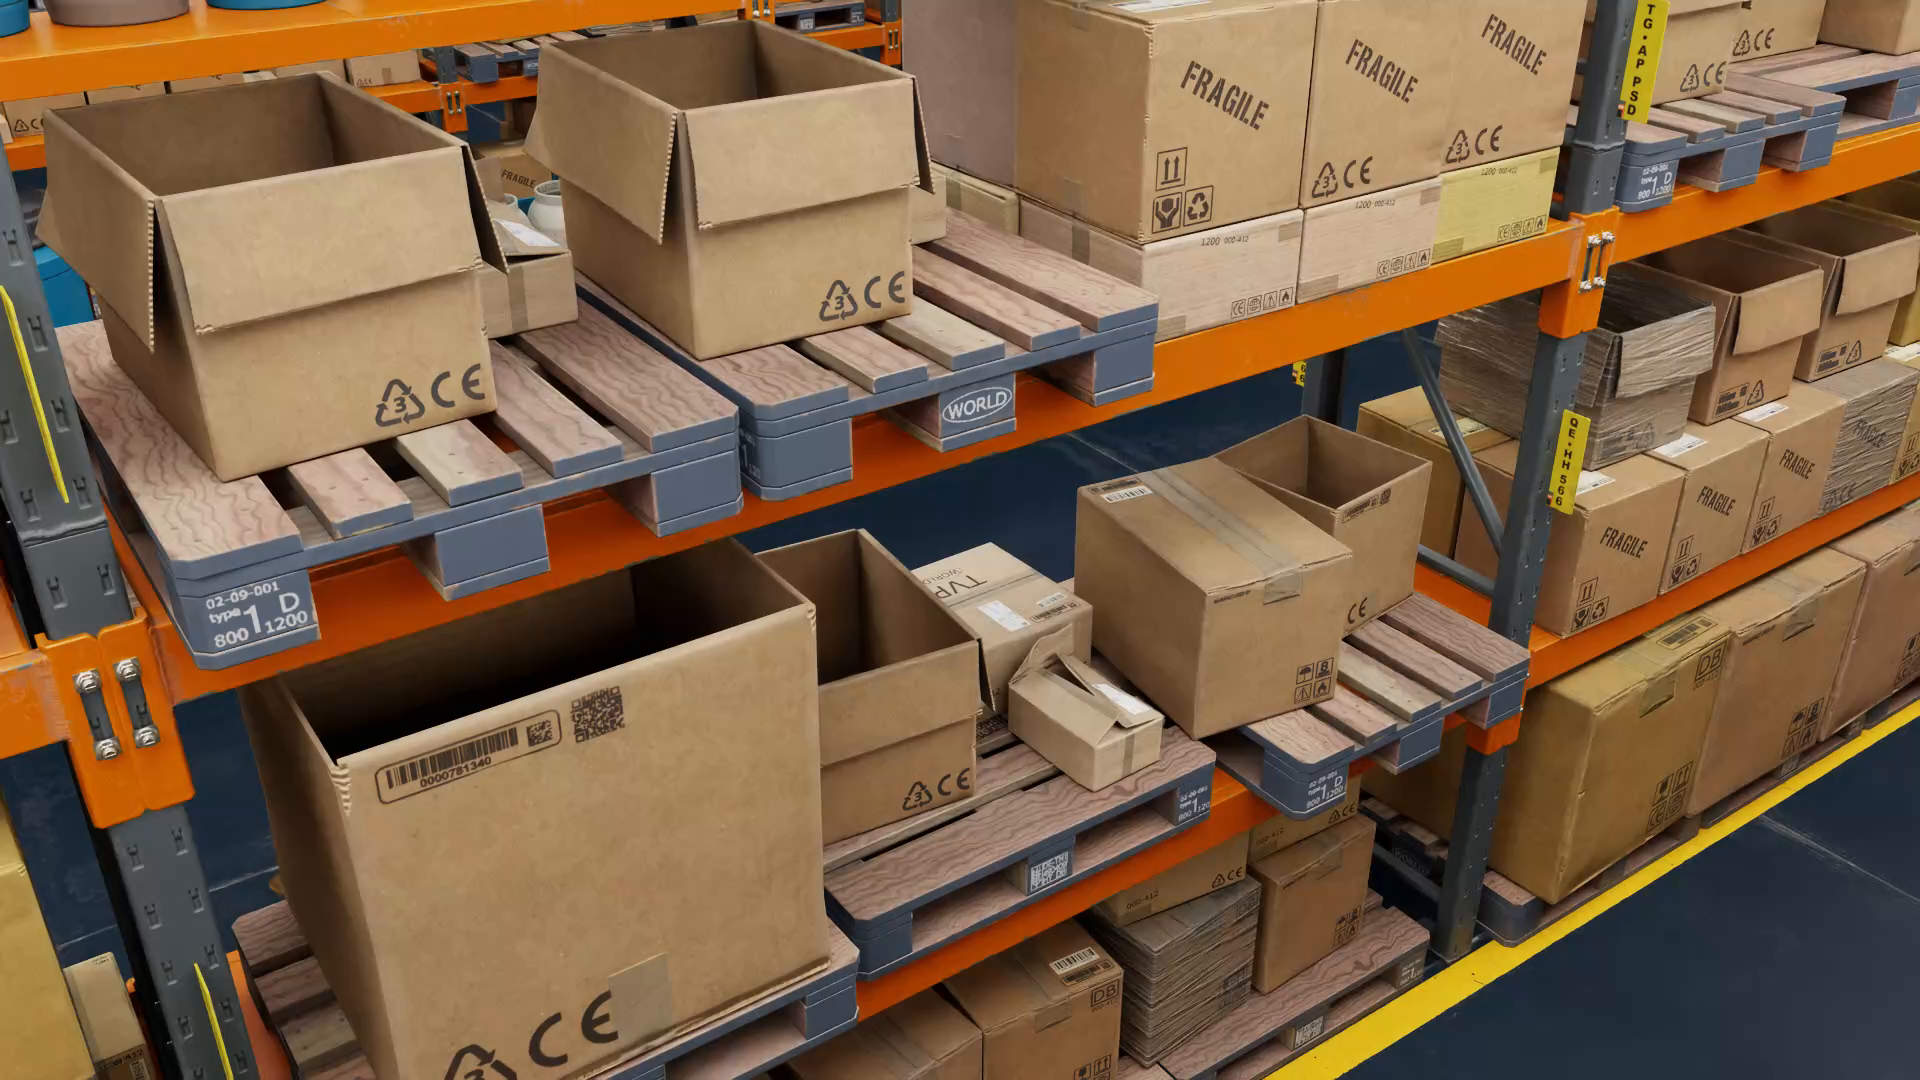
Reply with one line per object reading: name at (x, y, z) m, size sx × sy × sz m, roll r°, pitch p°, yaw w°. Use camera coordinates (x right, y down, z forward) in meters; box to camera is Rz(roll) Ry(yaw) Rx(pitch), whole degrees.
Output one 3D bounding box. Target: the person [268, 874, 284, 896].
person at (-2.194, 0.473, 6.211) m, size 1.034 × 1.736 × 0.536 m, roll -11°, pitch 30°, yaw -19°
